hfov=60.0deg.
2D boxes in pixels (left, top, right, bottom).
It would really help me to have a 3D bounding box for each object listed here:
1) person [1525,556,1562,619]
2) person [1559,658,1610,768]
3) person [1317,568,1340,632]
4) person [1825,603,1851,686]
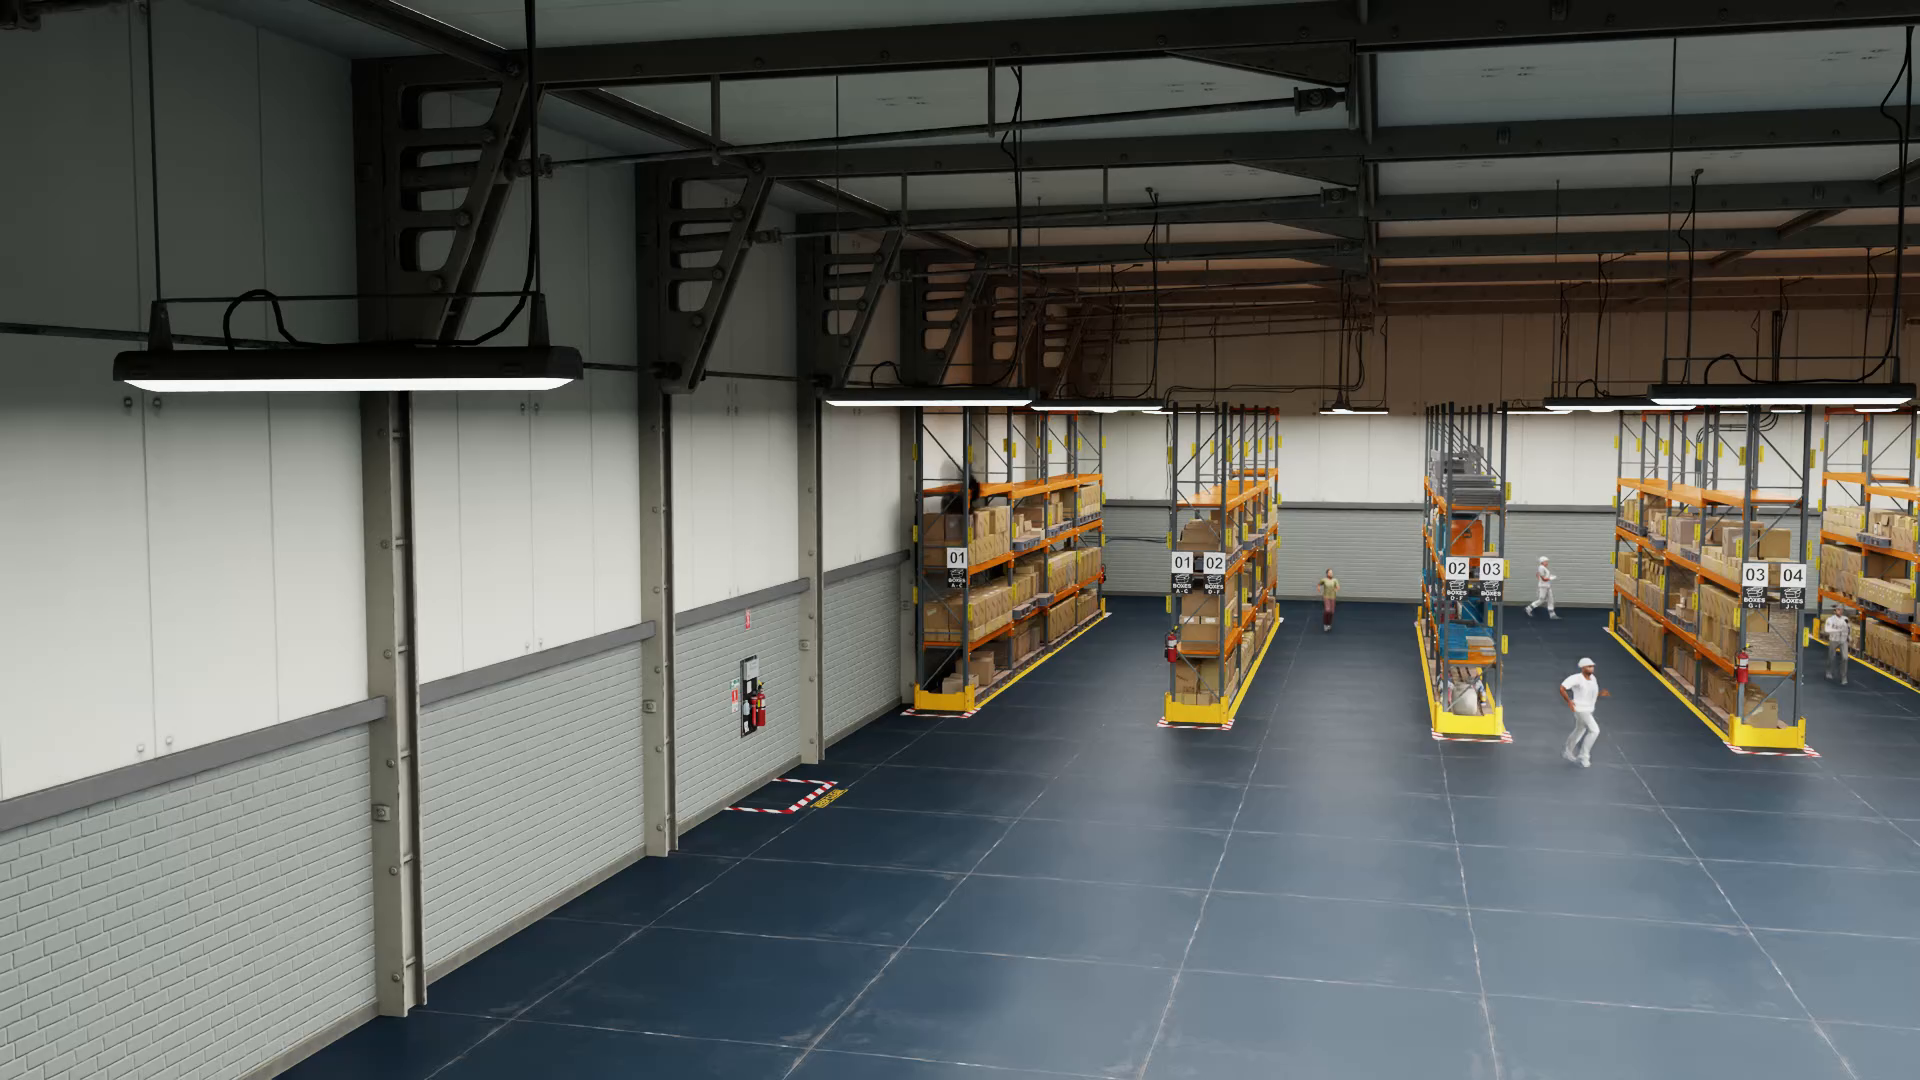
[{"bbox_3d":[16.474,1.345,46.921,0.985,1.763,0.666,2,5,27],"label":"person"},{"bbox_3d":[10.280,2.840,27.365,0.661,1.825,0.749,-4,6,-44],"label":"person"},{"bbox_3d":[9.892,1.601,44.554,0.545,1.685,0.686,0,4,-3],"label":"person"},{"bbox_3d":[18.918,2.222,35.833,0.588,1.741,0.806,1,4,12],"label":"person"}]
